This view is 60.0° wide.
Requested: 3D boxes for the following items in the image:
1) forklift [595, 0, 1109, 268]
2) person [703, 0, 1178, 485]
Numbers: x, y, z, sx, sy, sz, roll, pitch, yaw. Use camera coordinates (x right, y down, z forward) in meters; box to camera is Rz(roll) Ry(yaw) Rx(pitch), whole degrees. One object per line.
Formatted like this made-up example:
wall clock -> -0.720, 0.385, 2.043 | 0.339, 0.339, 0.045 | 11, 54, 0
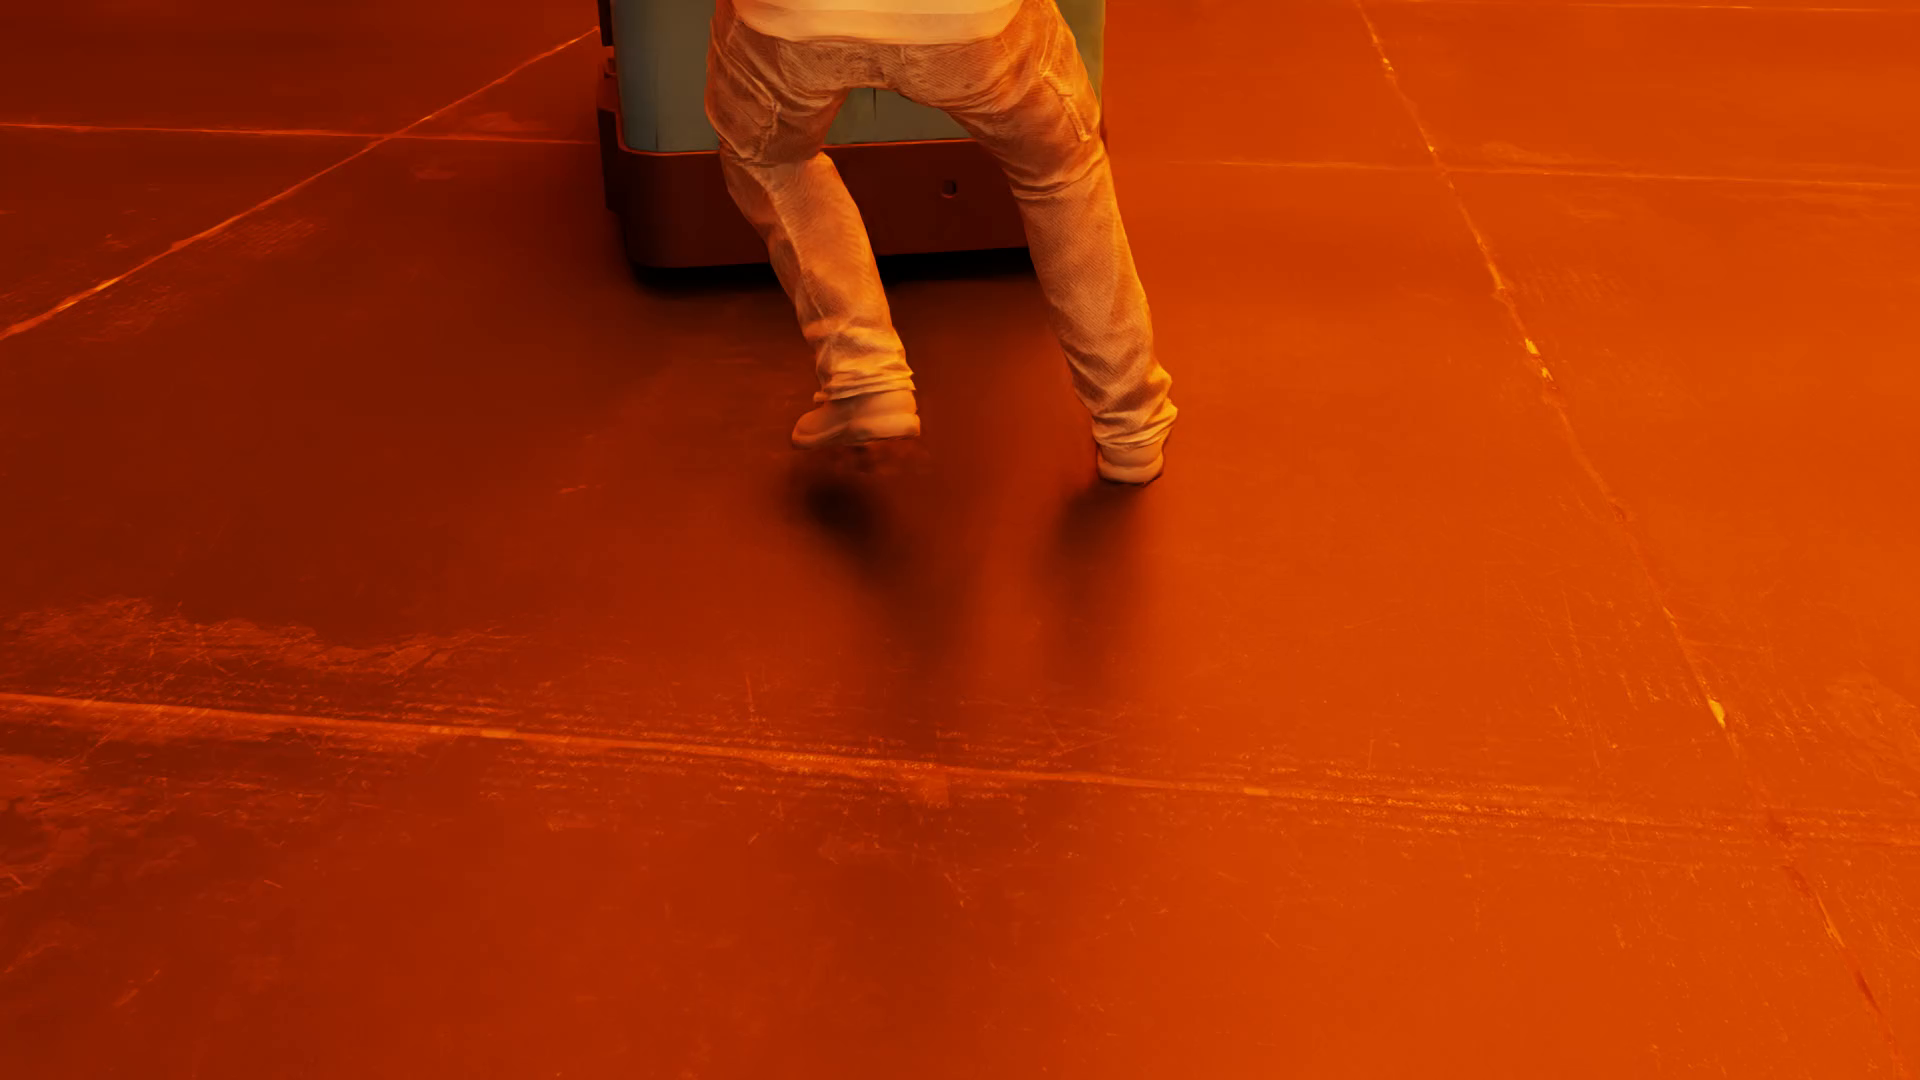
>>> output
forklift -> -0.480, -2.515, 4.258 | 1.130, 2.935, 3.031 | -5, 27, -11
person -> -0.025, -0.834, 2.317 | 0.856, 1.662, 0.617 | -1, 27, -2
